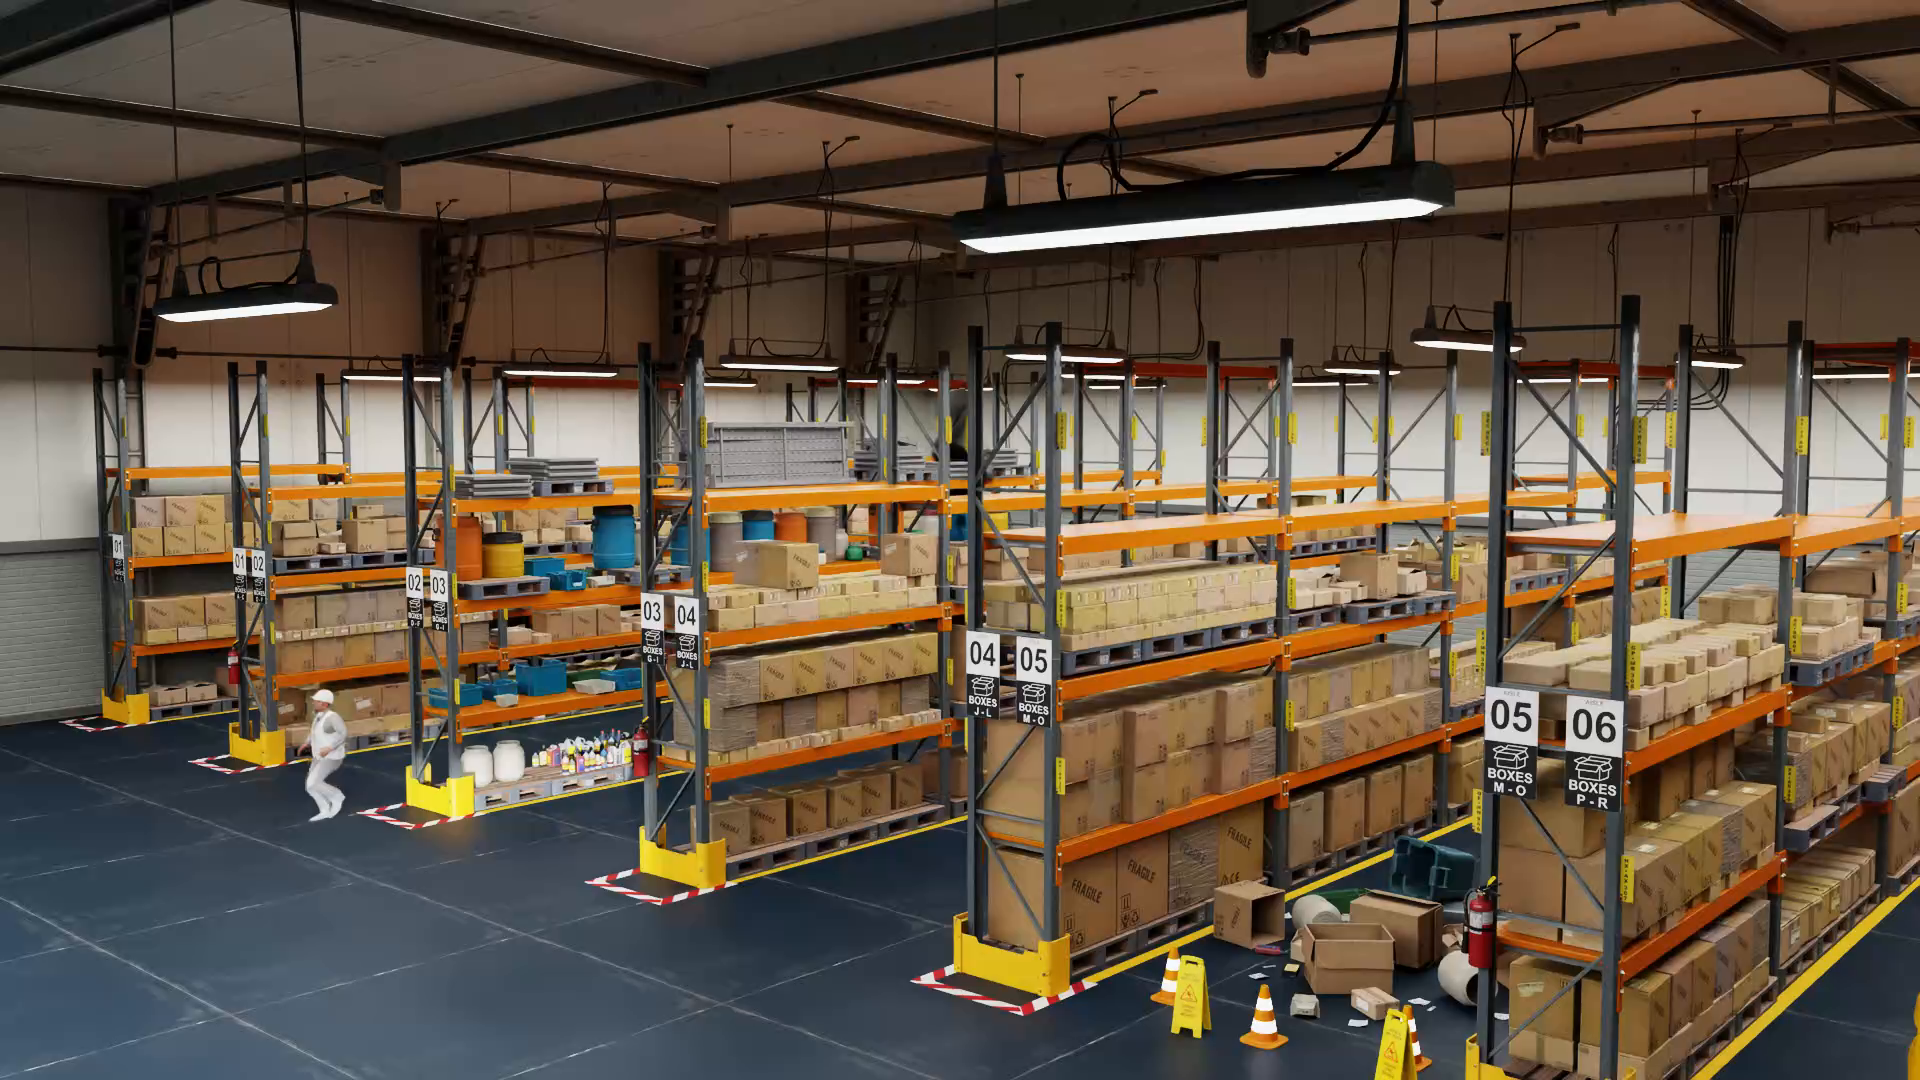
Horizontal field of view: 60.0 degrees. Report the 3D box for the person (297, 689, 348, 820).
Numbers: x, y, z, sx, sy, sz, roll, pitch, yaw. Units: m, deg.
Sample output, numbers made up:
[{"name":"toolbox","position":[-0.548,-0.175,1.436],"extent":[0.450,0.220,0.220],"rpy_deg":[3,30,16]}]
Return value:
[{"name":"person","position":[-8.157,2.775,21.245],"extent":[0.746,1.732,0.543],"rpy_deg":[3,5,38]}]
